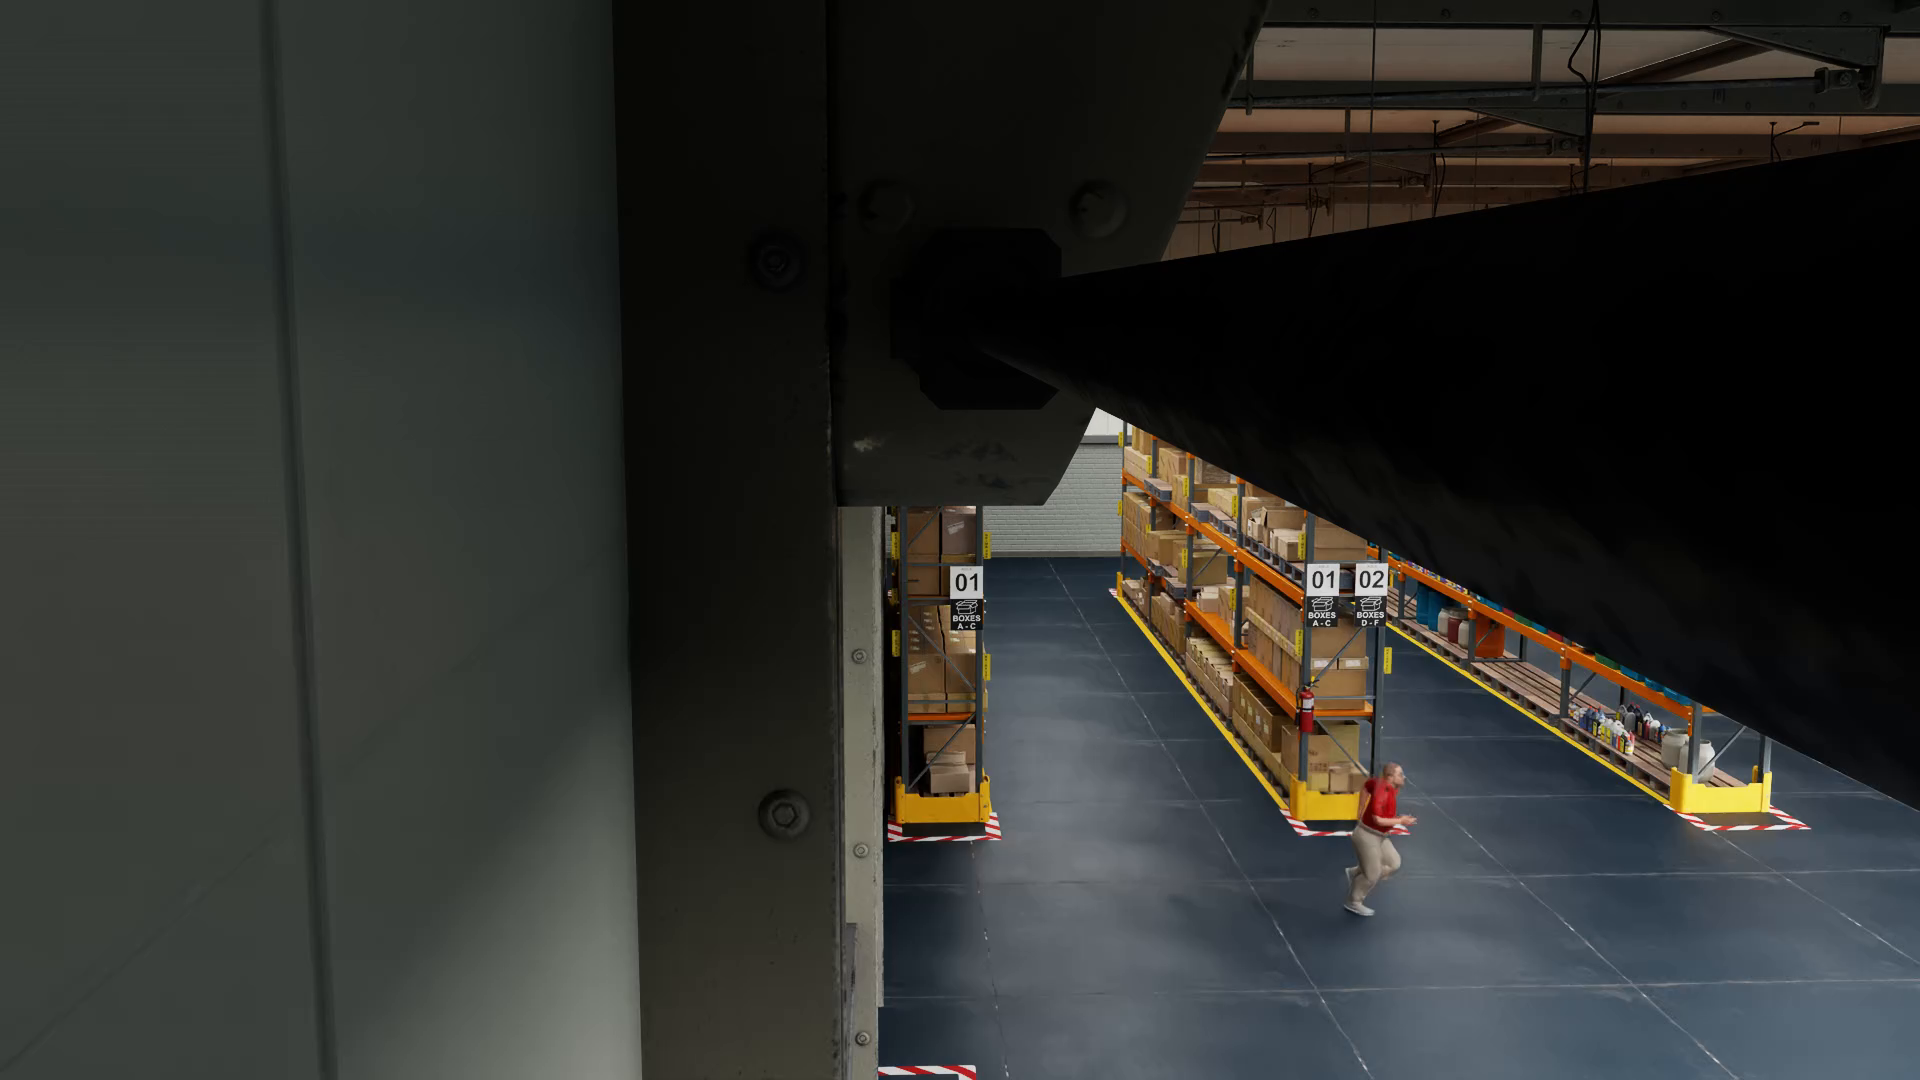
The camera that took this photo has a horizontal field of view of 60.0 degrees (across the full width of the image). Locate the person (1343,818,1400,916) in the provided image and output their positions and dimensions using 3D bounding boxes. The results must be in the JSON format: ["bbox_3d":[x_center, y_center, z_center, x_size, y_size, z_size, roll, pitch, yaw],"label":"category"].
[{"bbox_3d":[4.284,3.418,17.327,0.556,1.047,0.414,4,9,25],"label":"person"}]
